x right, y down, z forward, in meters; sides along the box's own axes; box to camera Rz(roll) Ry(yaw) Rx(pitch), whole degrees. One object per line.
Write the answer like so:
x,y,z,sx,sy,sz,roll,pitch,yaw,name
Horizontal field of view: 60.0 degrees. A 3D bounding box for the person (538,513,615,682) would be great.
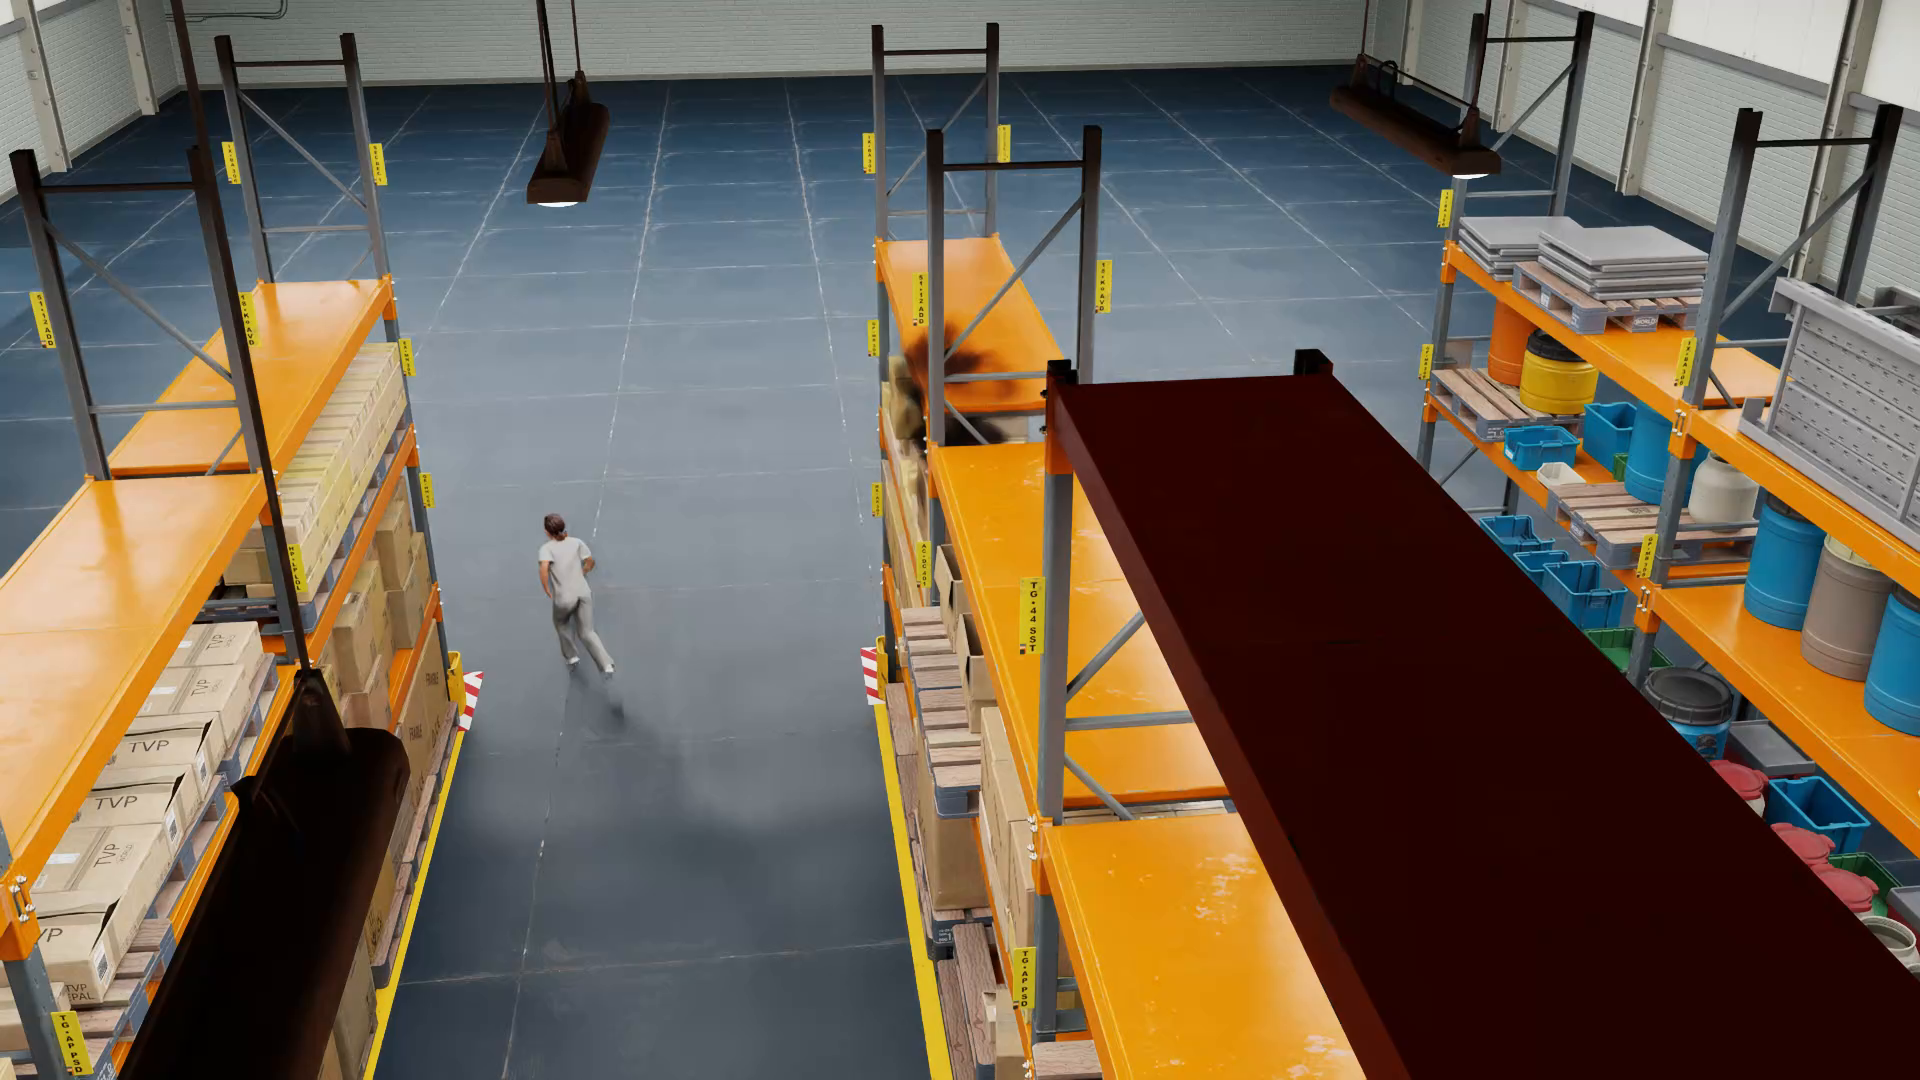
-3.554,0.610,15.405,0.594,1.627,1.011,-22,33,-38,person
